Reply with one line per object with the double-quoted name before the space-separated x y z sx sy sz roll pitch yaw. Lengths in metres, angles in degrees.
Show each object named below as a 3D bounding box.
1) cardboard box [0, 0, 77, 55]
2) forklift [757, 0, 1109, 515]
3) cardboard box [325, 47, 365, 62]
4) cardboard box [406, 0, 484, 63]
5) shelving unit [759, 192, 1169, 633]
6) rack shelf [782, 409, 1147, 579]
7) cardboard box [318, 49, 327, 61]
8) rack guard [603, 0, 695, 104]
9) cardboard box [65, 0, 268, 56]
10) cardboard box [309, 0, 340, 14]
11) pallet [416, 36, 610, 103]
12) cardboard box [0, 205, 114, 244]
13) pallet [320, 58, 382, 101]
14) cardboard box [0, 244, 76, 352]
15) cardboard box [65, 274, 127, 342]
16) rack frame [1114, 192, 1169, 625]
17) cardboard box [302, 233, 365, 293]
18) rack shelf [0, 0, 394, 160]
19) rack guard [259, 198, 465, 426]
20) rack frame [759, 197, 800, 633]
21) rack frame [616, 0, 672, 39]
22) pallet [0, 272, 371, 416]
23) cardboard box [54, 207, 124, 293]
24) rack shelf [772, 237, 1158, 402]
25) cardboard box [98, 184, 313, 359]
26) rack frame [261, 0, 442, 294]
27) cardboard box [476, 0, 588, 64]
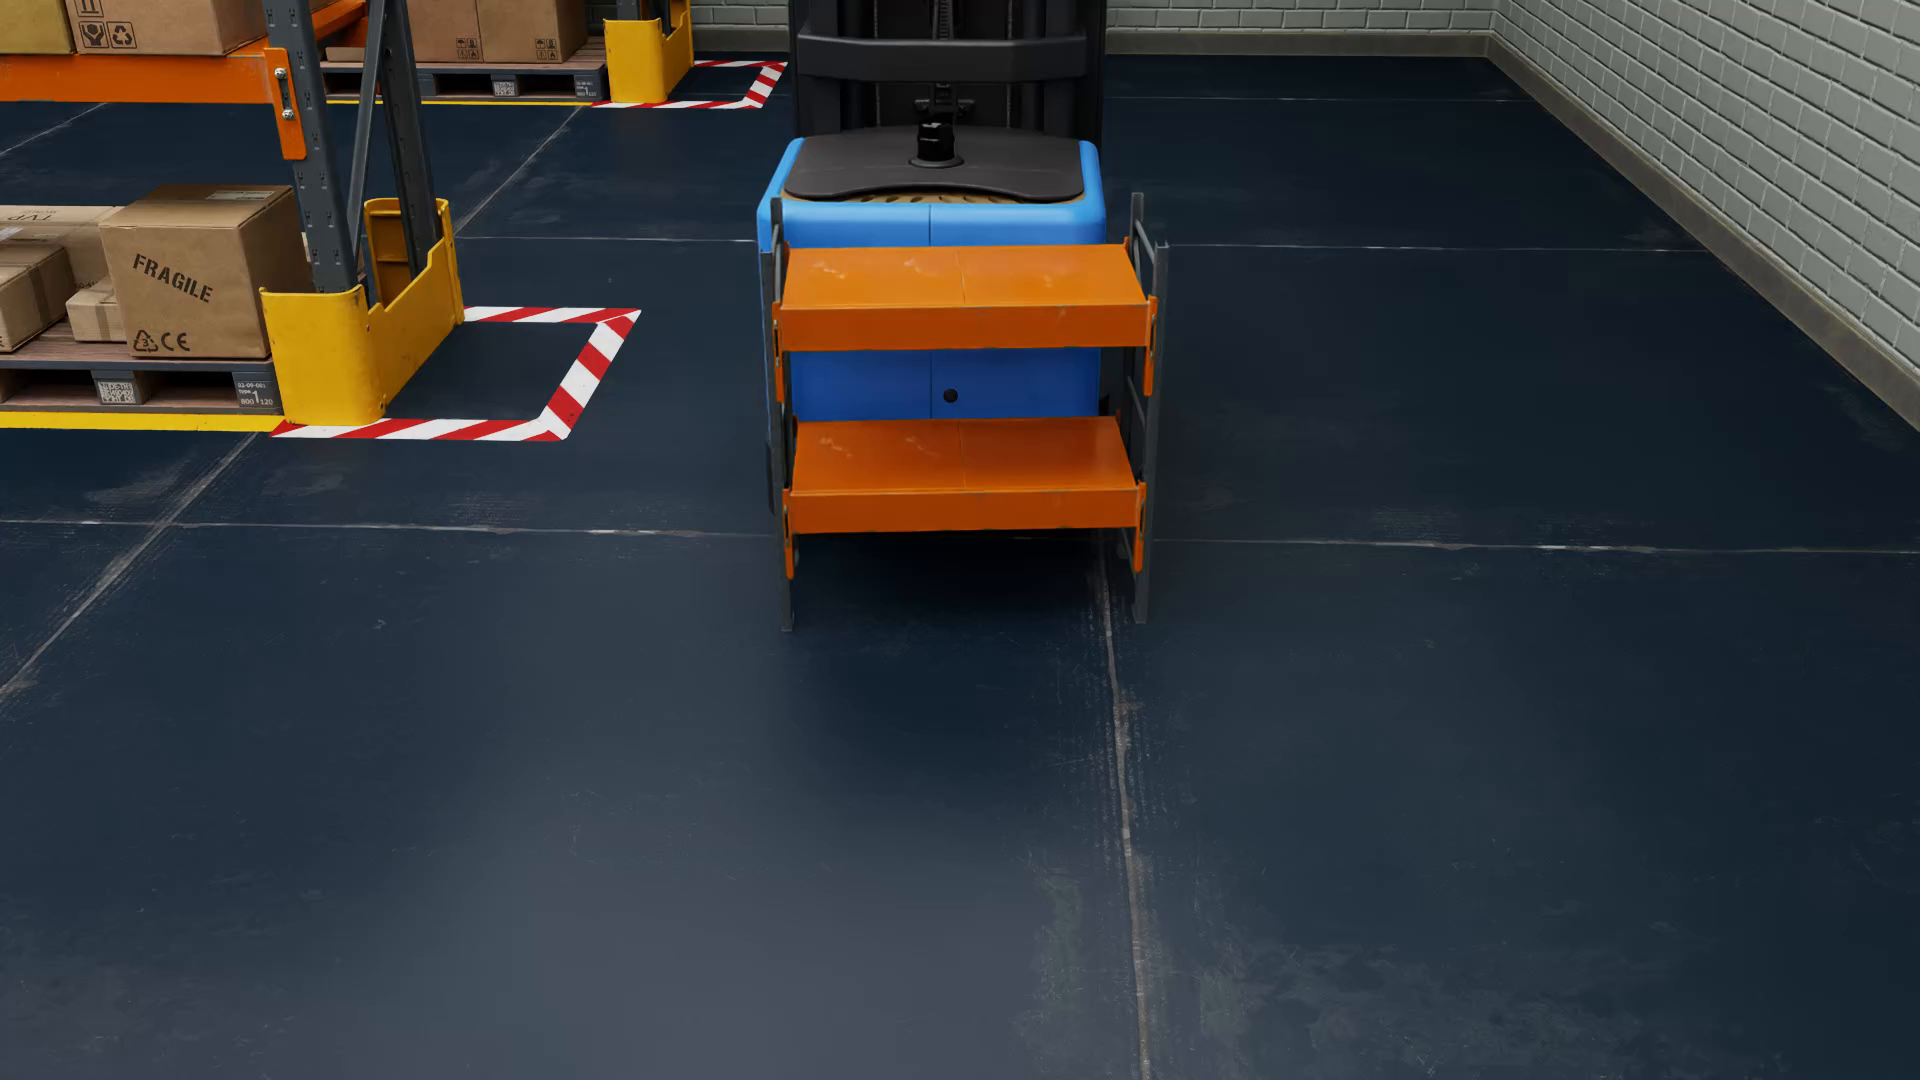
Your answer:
"cardboard box" -3.176 -1.943 5.605 0.500 0.500 0.500 1 28 2
"forklift" -0.034 -1.993 5.880 1.130 2.935 3.031 1 28 2
"cardboard box" -3.734 -3.392 10.668 0.500 0.500 0.700 0 28 0
"cardboard box" -3.232 -3.384 10.652 0.500 0.500 0.700 1 28 2
"shelving unit" 0.003 -0.359 4.726 1.048 1.125 0.538 -1 28 -2
"rack shelf" 0.003 -0.143 4.841 1.000 0.278 0.538 -1 28 -2
"cardboard box" -4.268 -3.398 10.678 0.500 0.500 0.700 2 28 3
"rack guard" -2.005 -3.226 10.801 0.348 0.500 1.175 1 28 2
"cardboard box" -2.657 -1.936 5.592 0.500 0.500 0.500 2 28 3
"cardboard box" -2.634 -2.187 6.065 0.500 0.500 0.500 2 28 3
"pallet" -2.831 -3.075 10.825 1.213 0.211 1.003 1 28 2
"cardboard box" -3.733 -1.149 6.682 0.500 0.250 0.500 1 28 2
"pallet" -4.047 -3.096 10.866 1.213 0.211 1.003 1 28 2
"cardboard box" -3.700 -0.915 6.239 0.500 0.250 0.500 1 28 2
"cardboard box" -3.153 -0.897 6.294 0.250 0.166 0.380 1 28 2
"rack frame" 0.511 -0.369 4.745 0.032 1.125 0.500 -1 28 -2
"cardboard box" -2.606 -1.114 6.723 0.250 0.149 0.380 1 28 2
"rack shelf" -4.199 -1.727 6.073 4.000 0.370 1.077 1 28 2
"rack guard" -2.276 -0.908 6.430 0.348 0.500 1.175 1 28 2
"rack frame" -0.505 -0.349 4.707 0.032 1.125 0.500 -1 28 -2
"rack frame" -2.029 -4.330 10.216 0.127 3.000 1.000 1 28 2
"pallet" -3.072 -0.793 6.522 1.213 0.211 1.003 1 28 2
"cardboard box" -3.233 -1.141 6.666 0.500 0.250 0.500 1 28 2
"rack shelf" 0.003 -0.618 4.589 1.000 0.278 0.538 -1 28 -2
"cardboard box" -2.752 -0.995 6.124 0.500 0.500 0.500 1 28 2
"rack frame" -2.200 -2.012 5.842 0.127 3.000 1.000 1 28 2
"cardboard box" -2.732 -3.376 10.637 0.500 0.500 0.700 1 28 2
